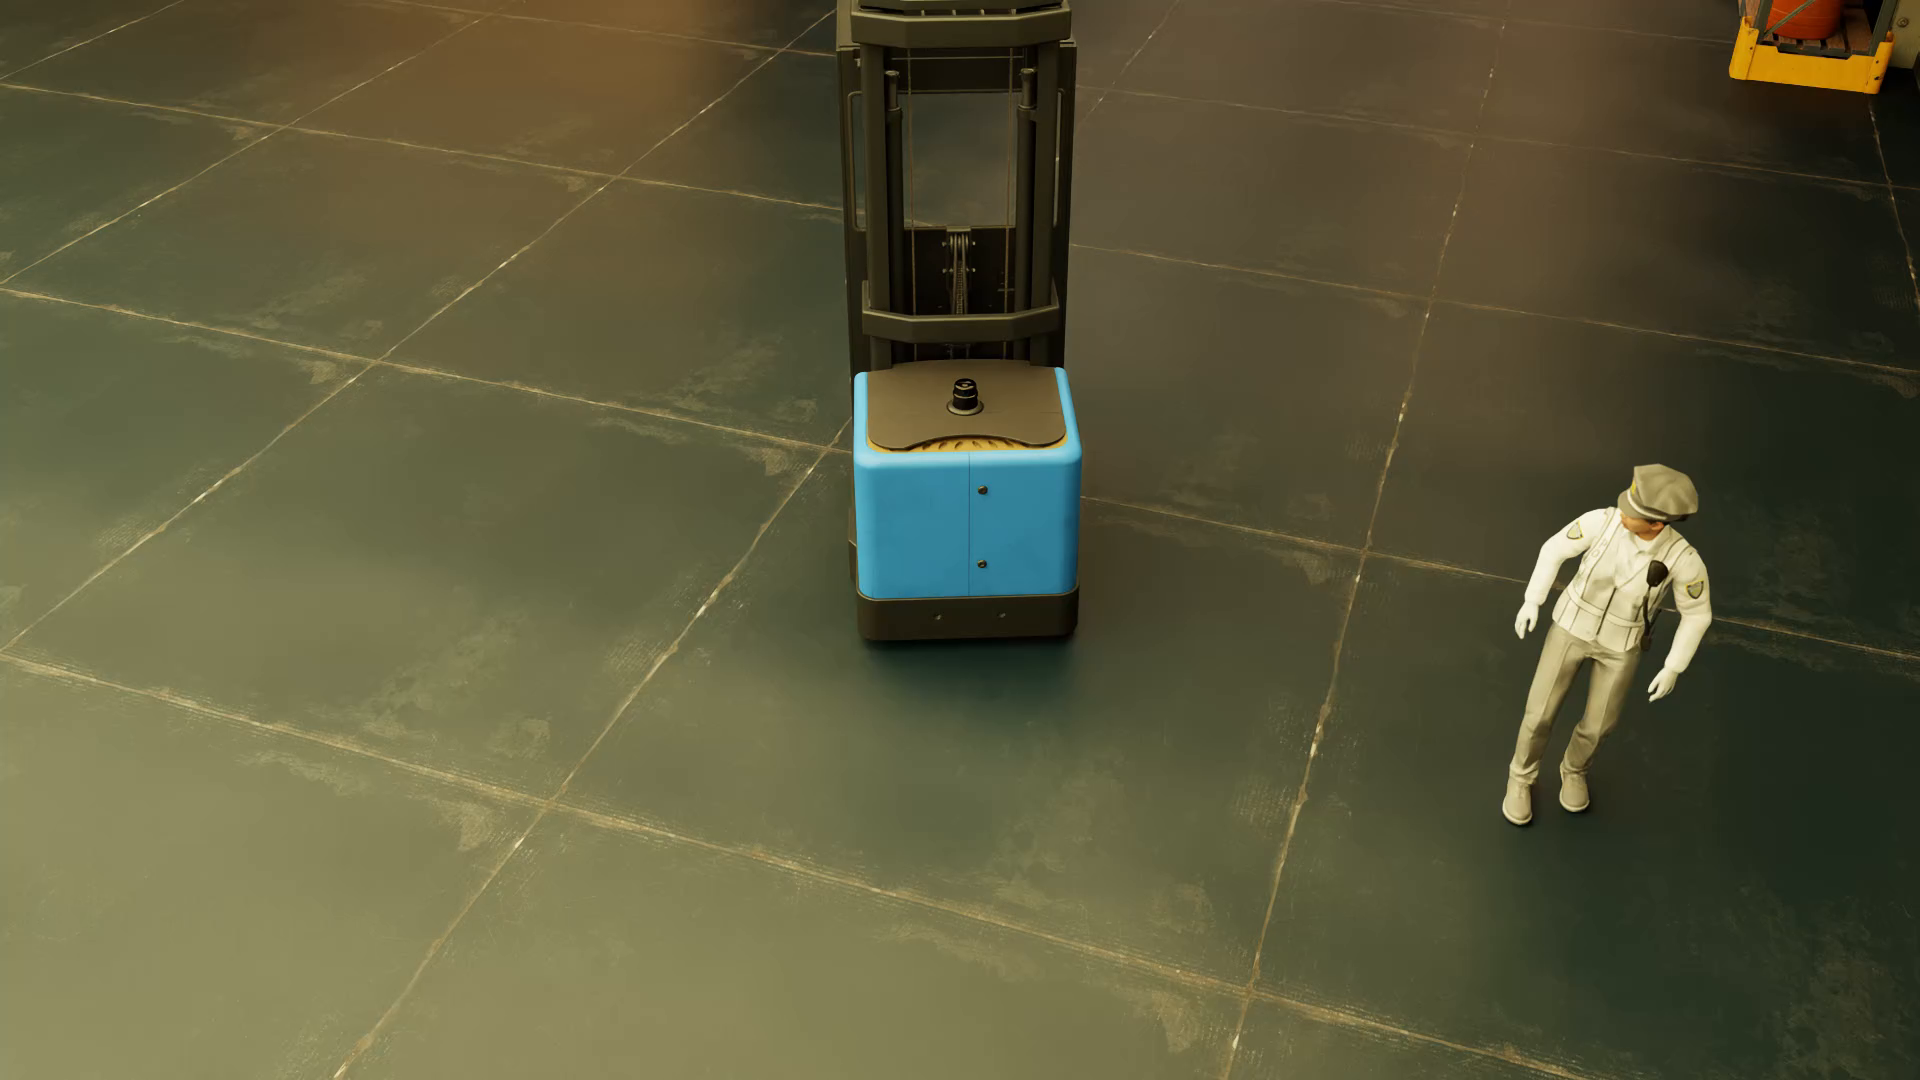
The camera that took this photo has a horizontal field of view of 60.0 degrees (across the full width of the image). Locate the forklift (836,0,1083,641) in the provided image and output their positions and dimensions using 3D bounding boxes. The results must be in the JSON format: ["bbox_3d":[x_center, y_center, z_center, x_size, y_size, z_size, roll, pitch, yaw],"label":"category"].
[{"bbox_3d":[-0.029,-1.547,8.293,1.130,2.935,3.031,-2,35,-2],"label":"forklift"}]

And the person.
[{"bbox_3d":[2.550,0.440,6.598,0.693,1.654,0.468,16,38,21],"label":"person"}]
